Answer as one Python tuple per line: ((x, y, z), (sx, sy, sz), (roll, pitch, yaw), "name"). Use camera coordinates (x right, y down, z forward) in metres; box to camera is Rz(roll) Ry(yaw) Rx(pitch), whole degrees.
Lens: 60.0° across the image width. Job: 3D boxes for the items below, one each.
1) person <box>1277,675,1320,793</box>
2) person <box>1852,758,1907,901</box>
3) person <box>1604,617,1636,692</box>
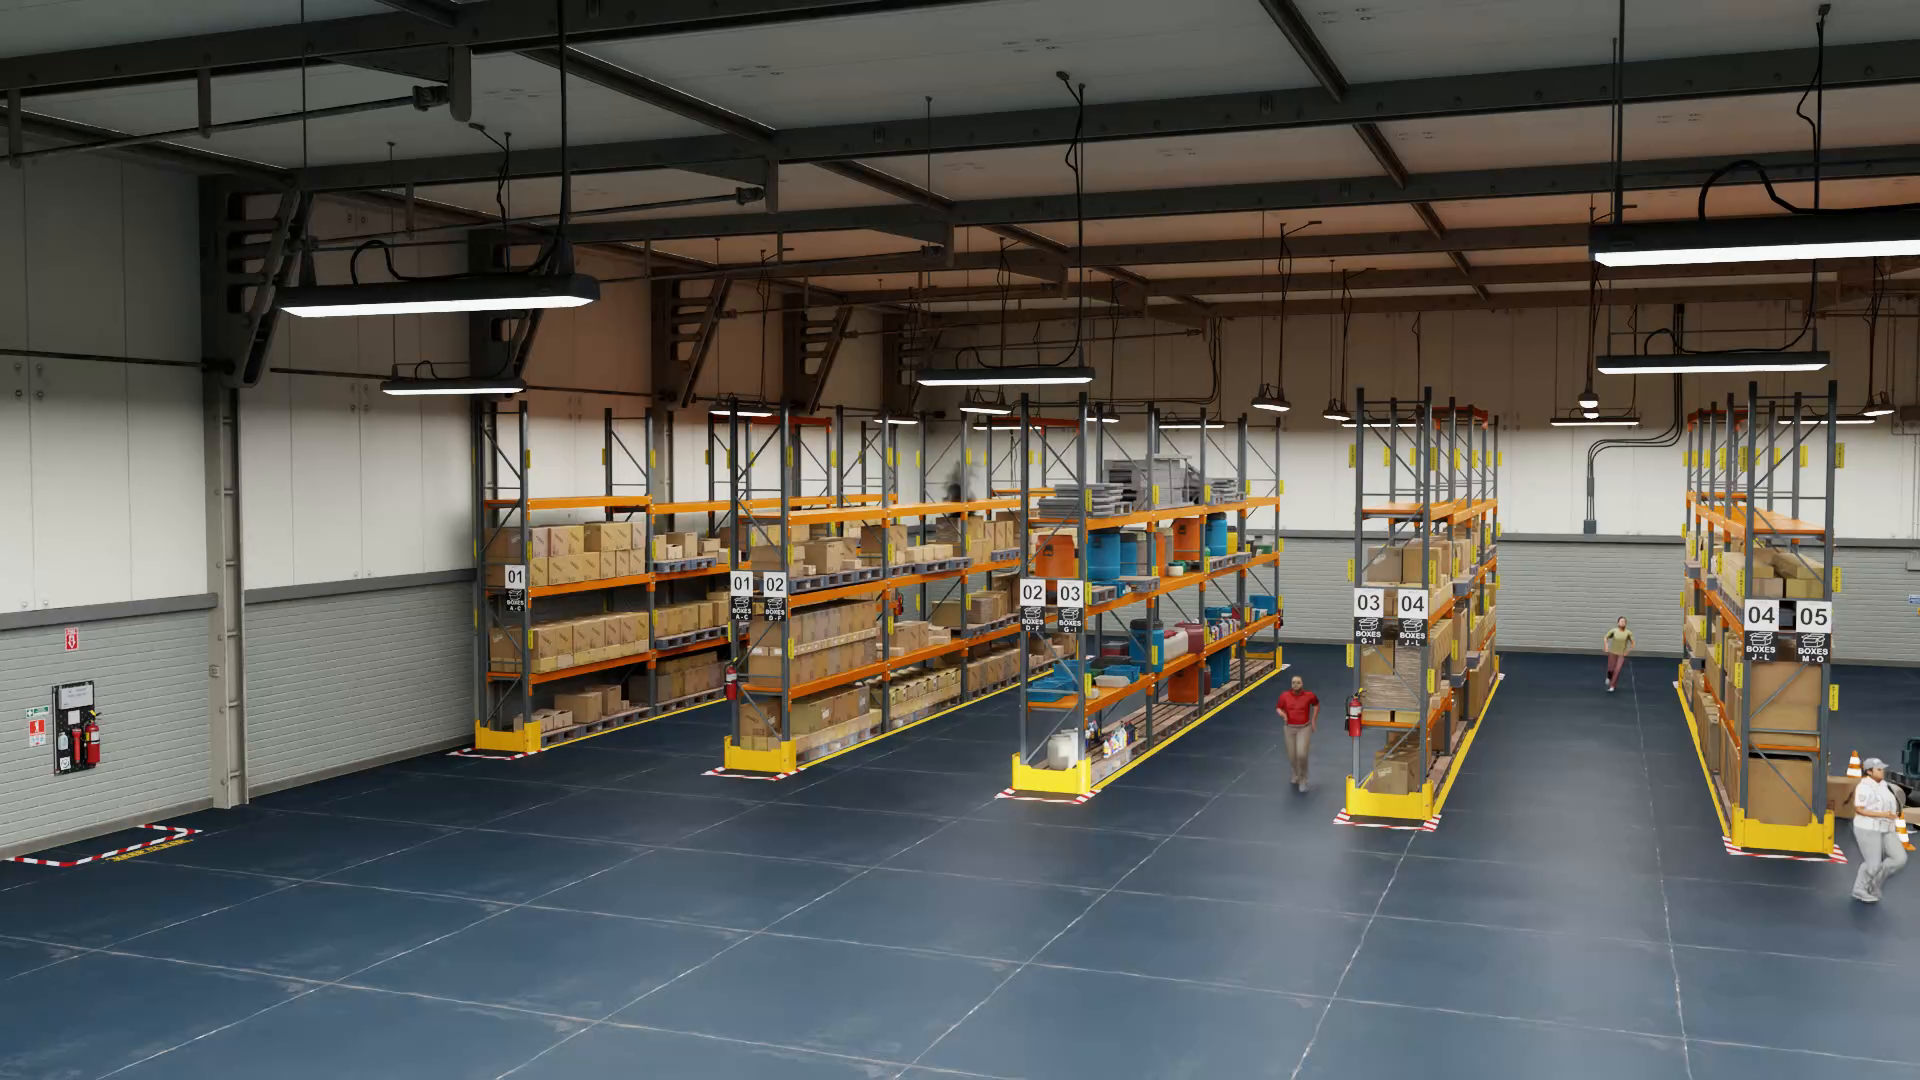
((5.102, 2.929, 25.202), (0.606, 1.776, 0.821), (1, 3, 25), "person")
((10.340, 3.270, 18.676), (0.591, 1.638, 0.576), (-1, 3, -26), "person")
((14.224, 2.470, 35.854), (0.637, 1.593, 0.638), (1, 3, 21), "person")
